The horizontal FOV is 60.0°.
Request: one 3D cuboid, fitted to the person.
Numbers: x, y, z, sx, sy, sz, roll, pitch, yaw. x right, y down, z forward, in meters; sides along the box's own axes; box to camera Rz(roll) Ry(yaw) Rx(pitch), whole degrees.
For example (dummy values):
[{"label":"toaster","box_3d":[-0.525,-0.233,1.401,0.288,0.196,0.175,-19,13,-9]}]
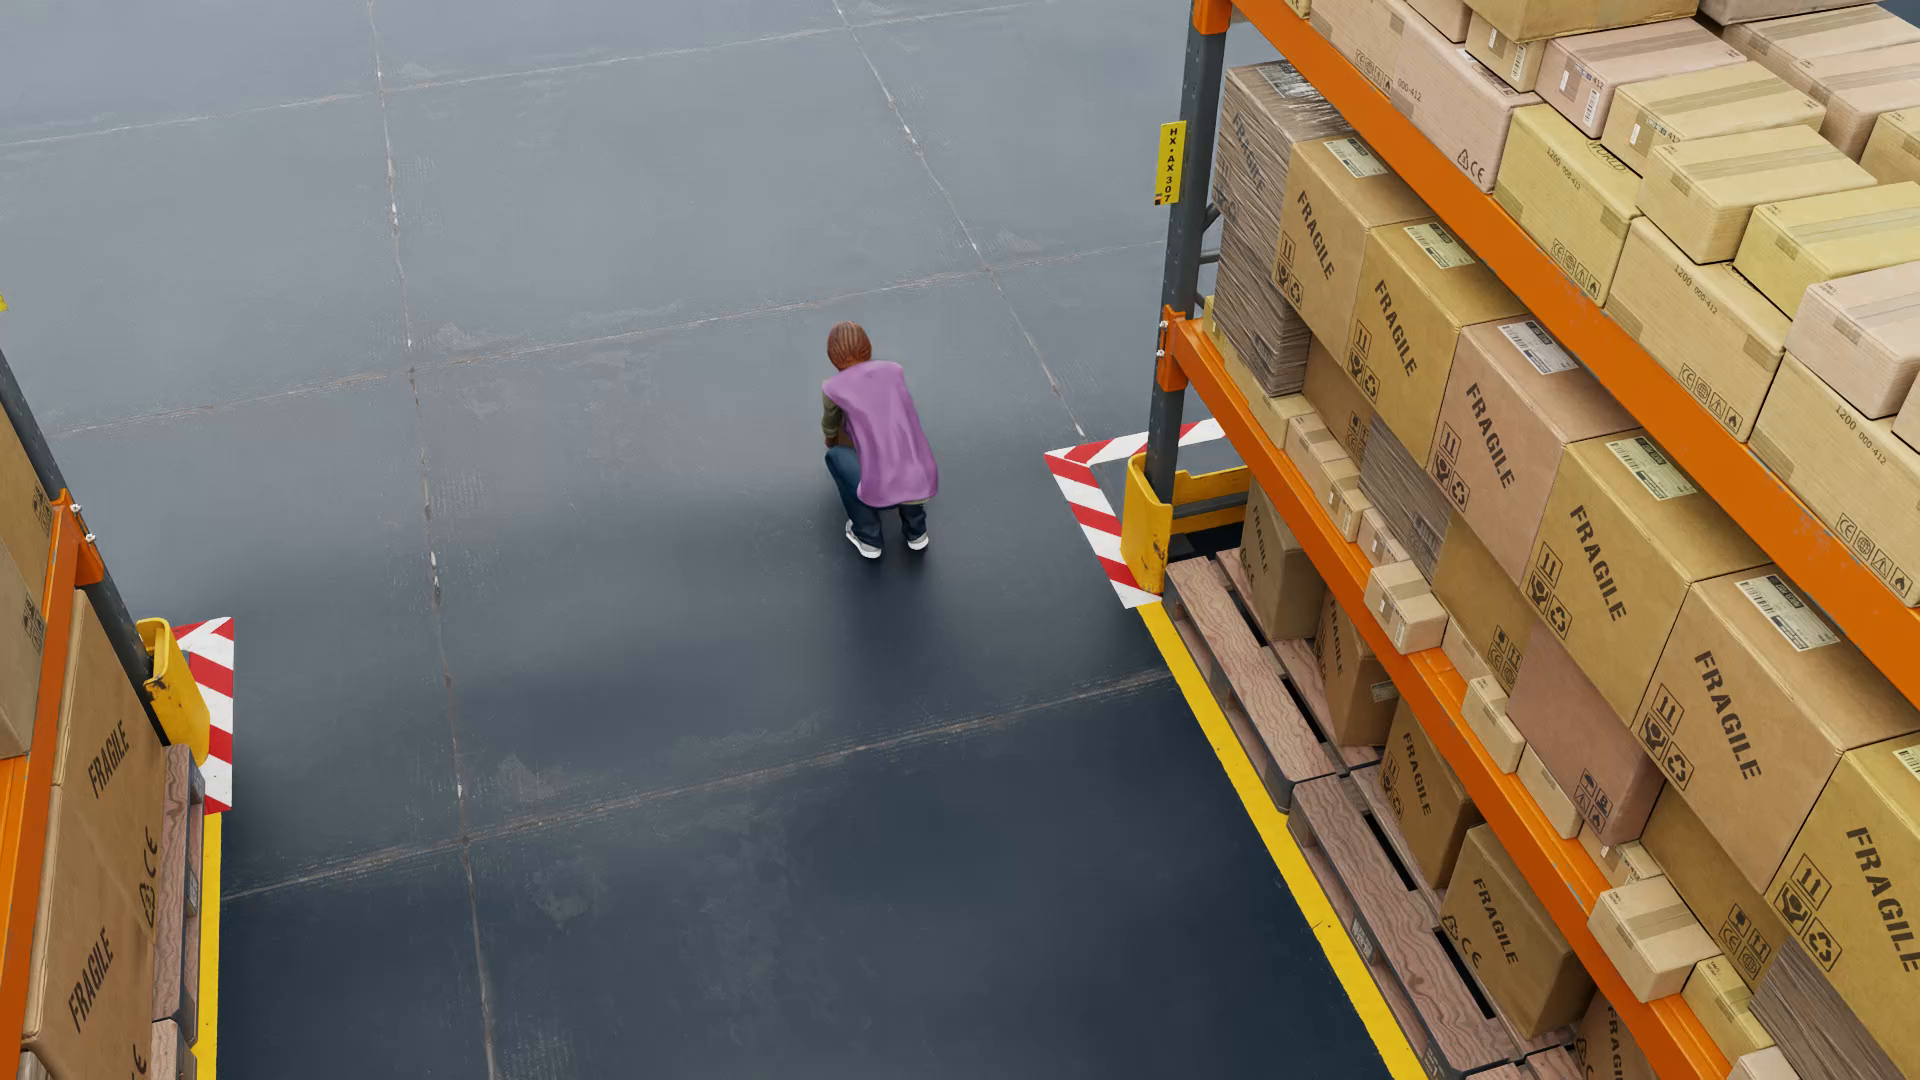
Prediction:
[{"label":"person","box_3d":[-0.357,-0.419,7.143,0.423,0.896,0.822,-13,44,-14]}]
